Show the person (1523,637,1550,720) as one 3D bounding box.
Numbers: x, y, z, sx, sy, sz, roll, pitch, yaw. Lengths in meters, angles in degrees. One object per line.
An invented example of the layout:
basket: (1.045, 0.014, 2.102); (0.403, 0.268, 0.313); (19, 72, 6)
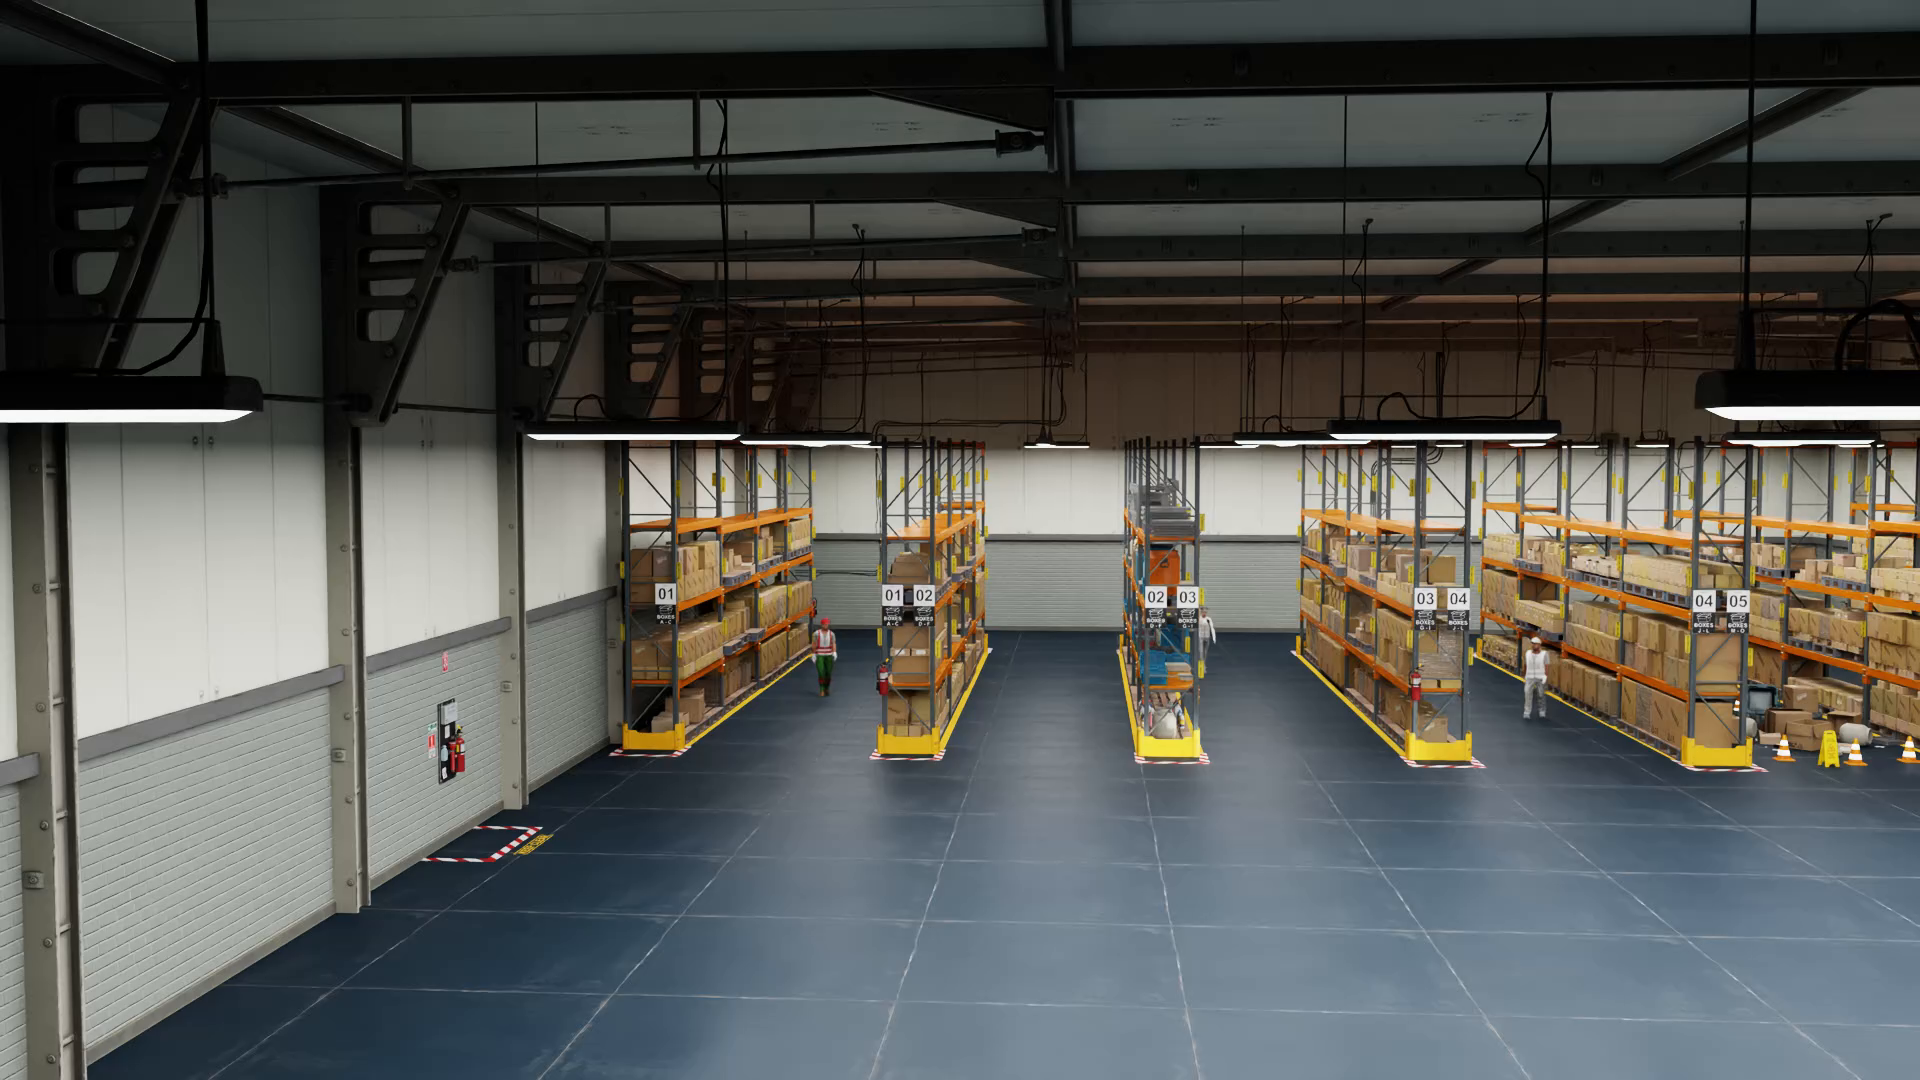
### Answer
person: (12.218, 2.941, 35.311); (0.556, 1.734, 1.013); (2, 4, 30)

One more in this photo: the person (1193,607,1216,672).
person: (6.364, 2.570, 43.261); (0.526, 1.656, 0.714); (0, 3, -6)

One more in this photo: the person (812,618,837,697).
person: (-3.152, 2.752, 39.013); (0.562, 1.804, 0.671); (-1, 3, -18)
